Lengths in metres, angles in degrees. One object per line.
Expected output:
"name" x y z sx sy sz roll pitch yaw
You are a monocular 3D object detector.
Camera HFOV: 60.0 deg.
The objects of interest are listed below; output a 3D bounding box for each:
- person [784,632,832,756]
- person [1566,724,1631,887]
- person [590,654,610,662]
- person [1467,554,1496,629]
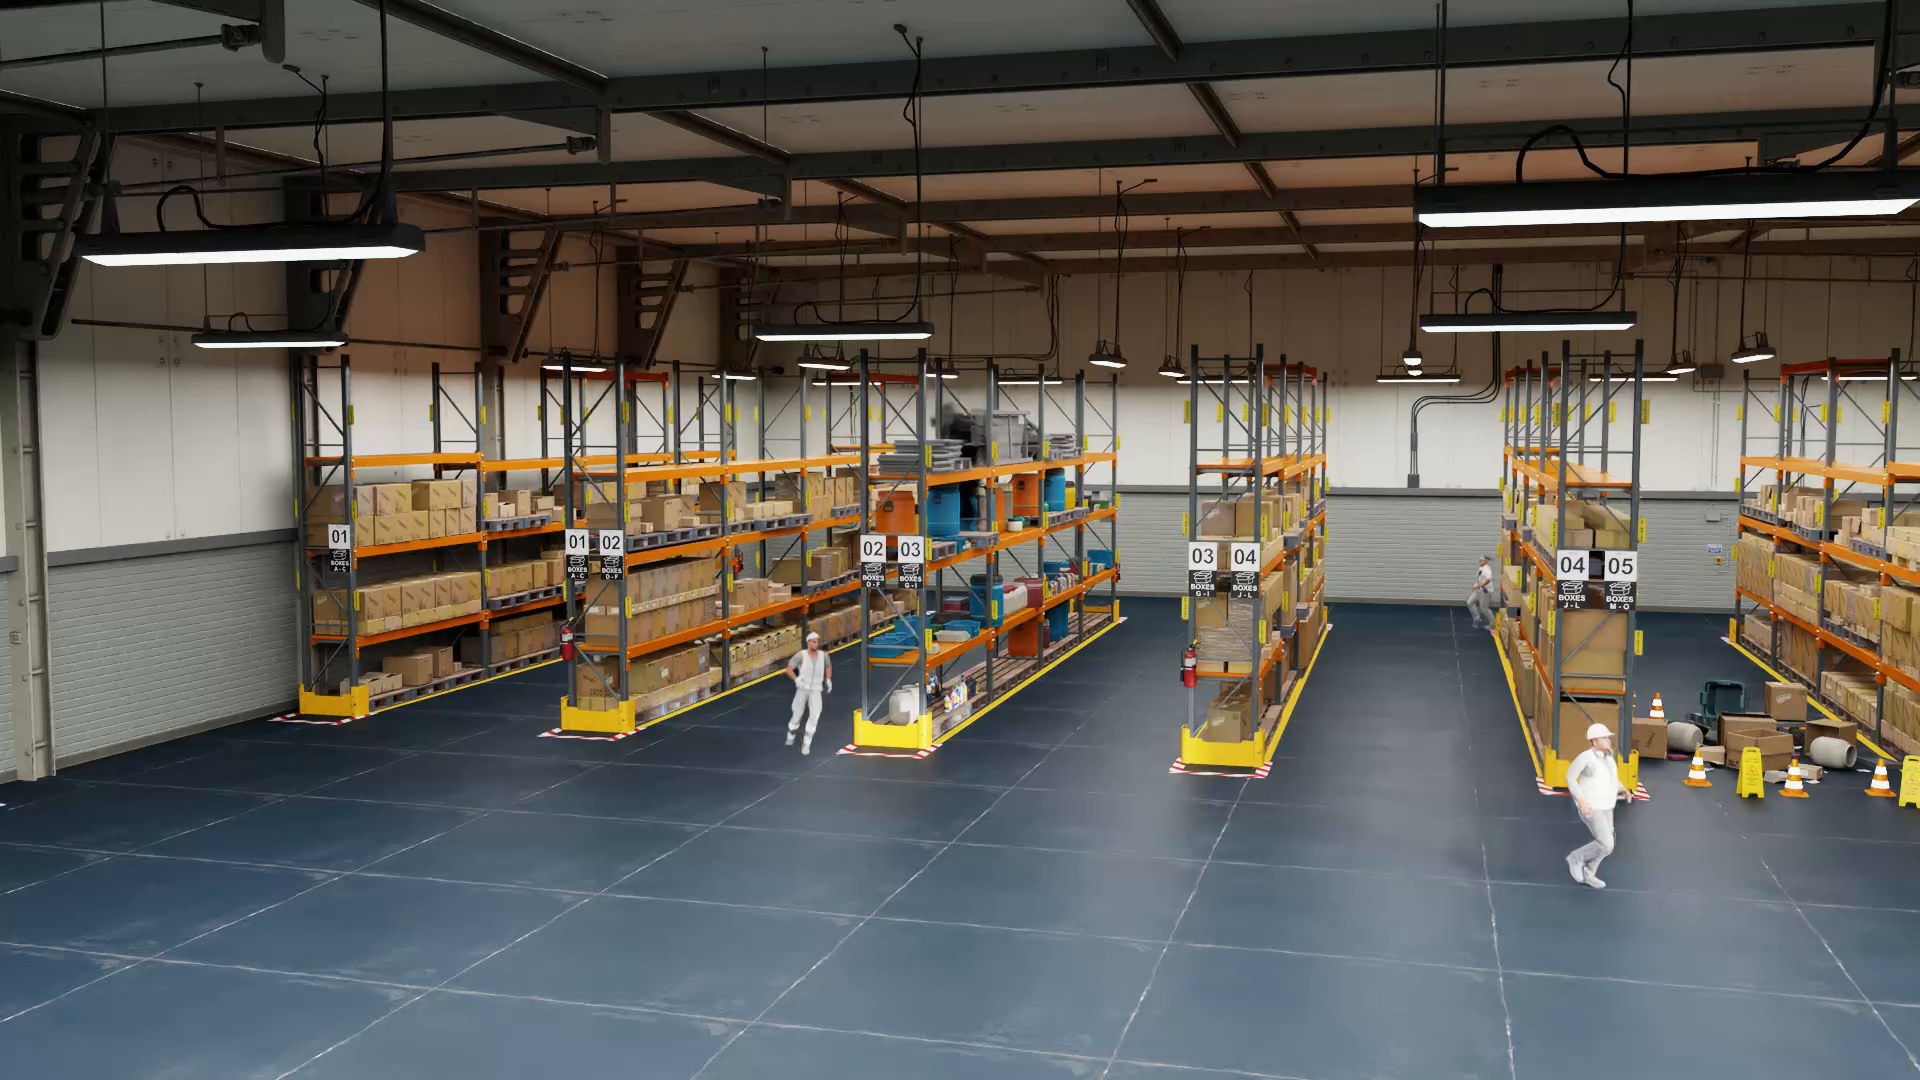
"person" -2.240 2.270 24.788 0.722 1.803 0.723 -1 4 -15
"person" 6.781 2.815 17.623 0.672 1.740 0.571 -3 5 -38
"person" -6.440 1.865 30.185 0.709 1.742 0.798 1 4 14
"person" 12.233 1.226 38.871 0.678 1.804 0.673 0 4 6
